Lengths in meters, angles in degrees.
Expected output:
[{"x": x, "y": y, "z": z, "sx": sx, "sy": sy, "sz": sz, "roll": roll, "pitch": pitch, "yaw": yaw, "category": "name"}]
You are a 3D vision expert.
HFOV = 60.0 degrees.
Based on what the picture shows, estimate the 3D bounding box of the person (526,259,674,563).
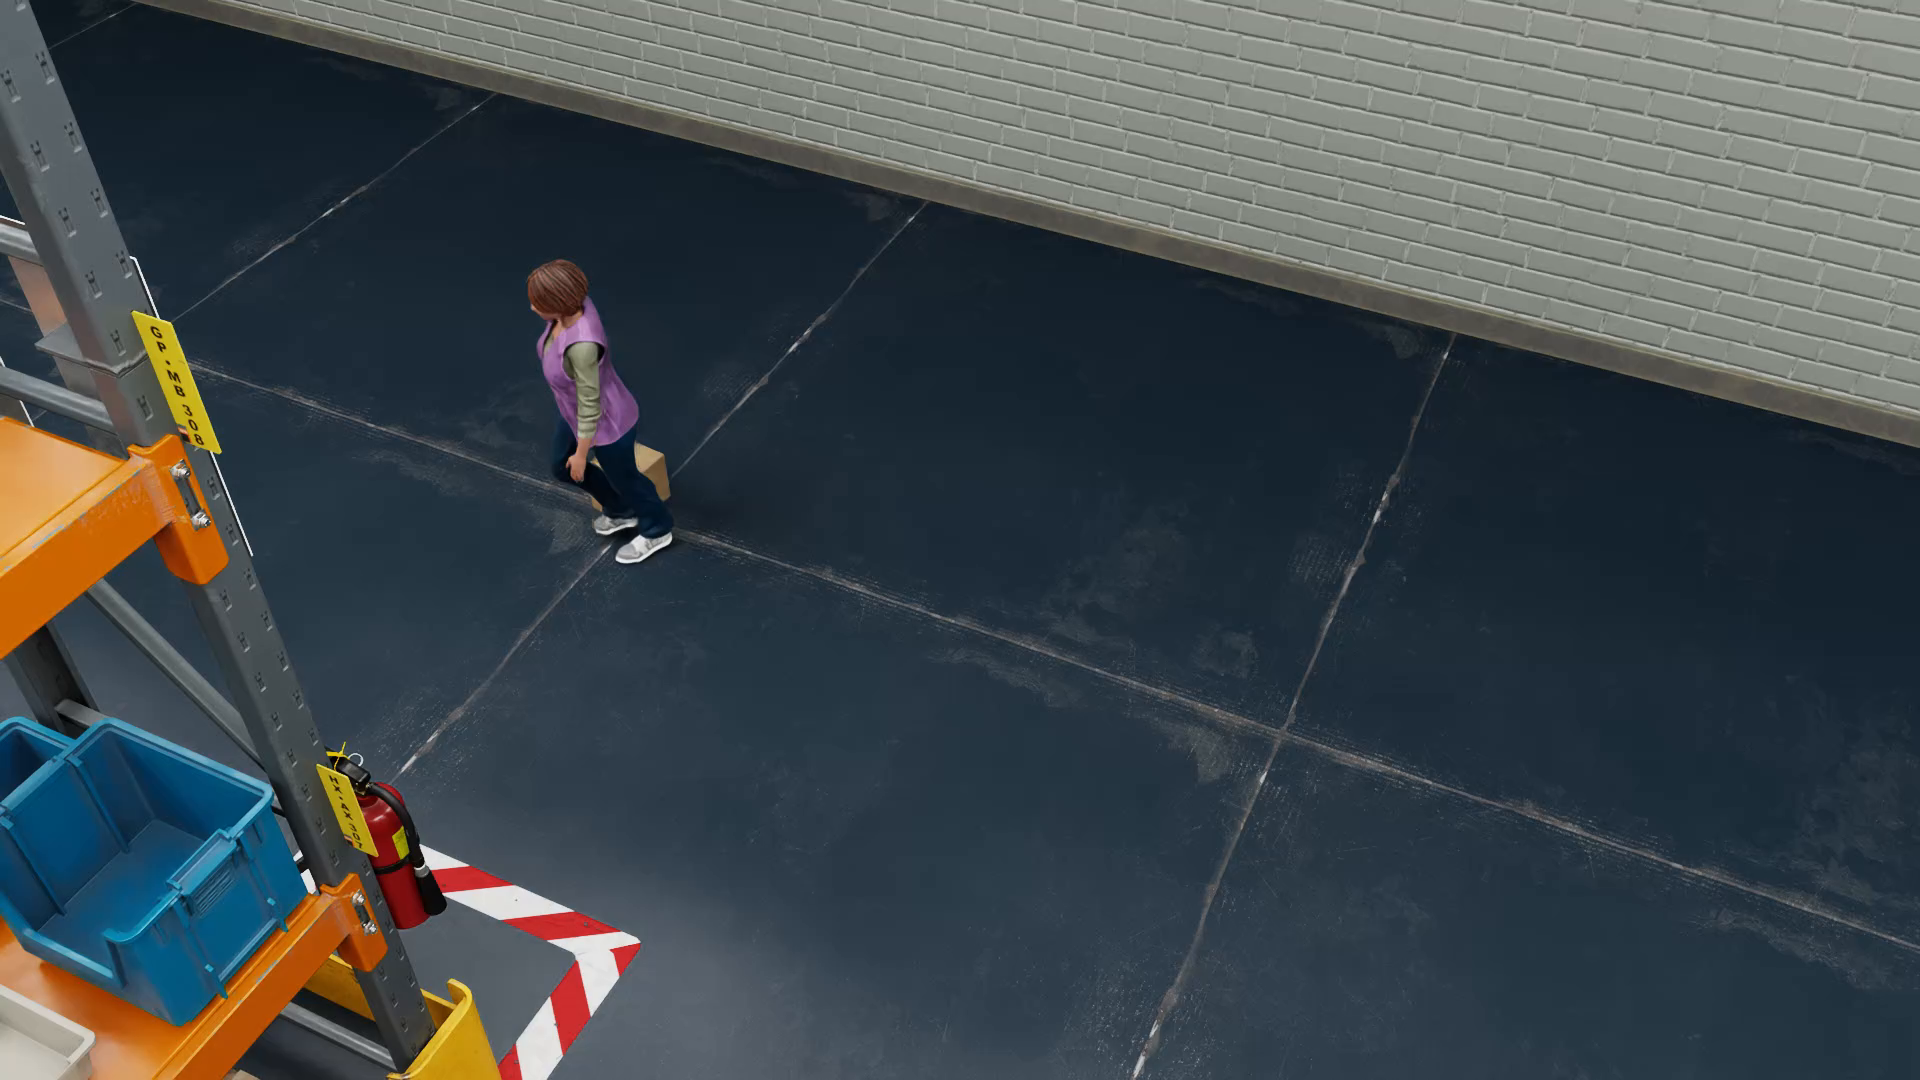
[{"x": -1.440, "y": -0.504, "z": 6.703, "sx": 0.457, "sy": 1.575, "sz": 0.510, "roll": -20, "pitch": 46, "yaw": -21, "category": "person"}]
